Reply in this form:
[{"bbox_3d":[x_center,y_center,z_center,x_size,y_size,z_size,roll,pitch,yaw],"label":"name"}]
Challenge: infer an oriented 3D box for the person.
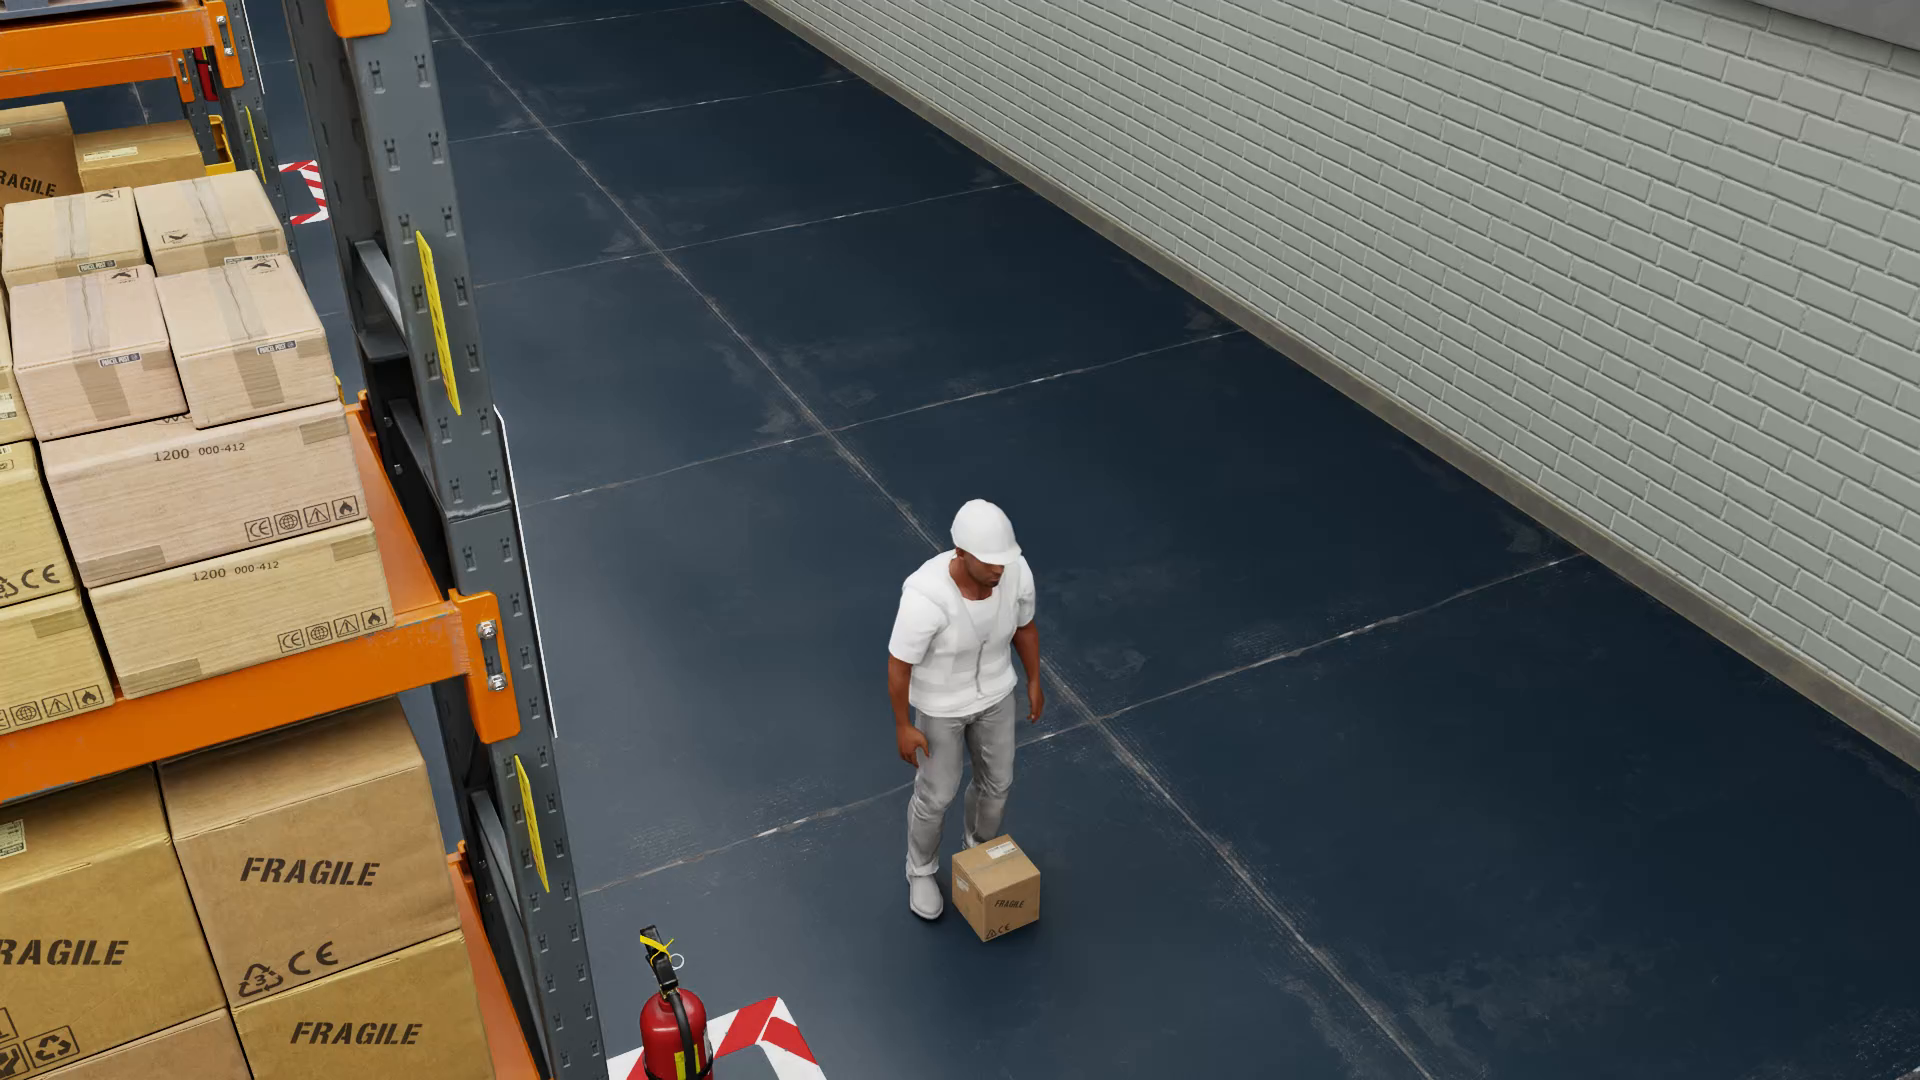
[{"bbox_3d":[0.031,0.601,6.191,0.637,1.761,0.455,-18,37,-25],"label":"person"}]
